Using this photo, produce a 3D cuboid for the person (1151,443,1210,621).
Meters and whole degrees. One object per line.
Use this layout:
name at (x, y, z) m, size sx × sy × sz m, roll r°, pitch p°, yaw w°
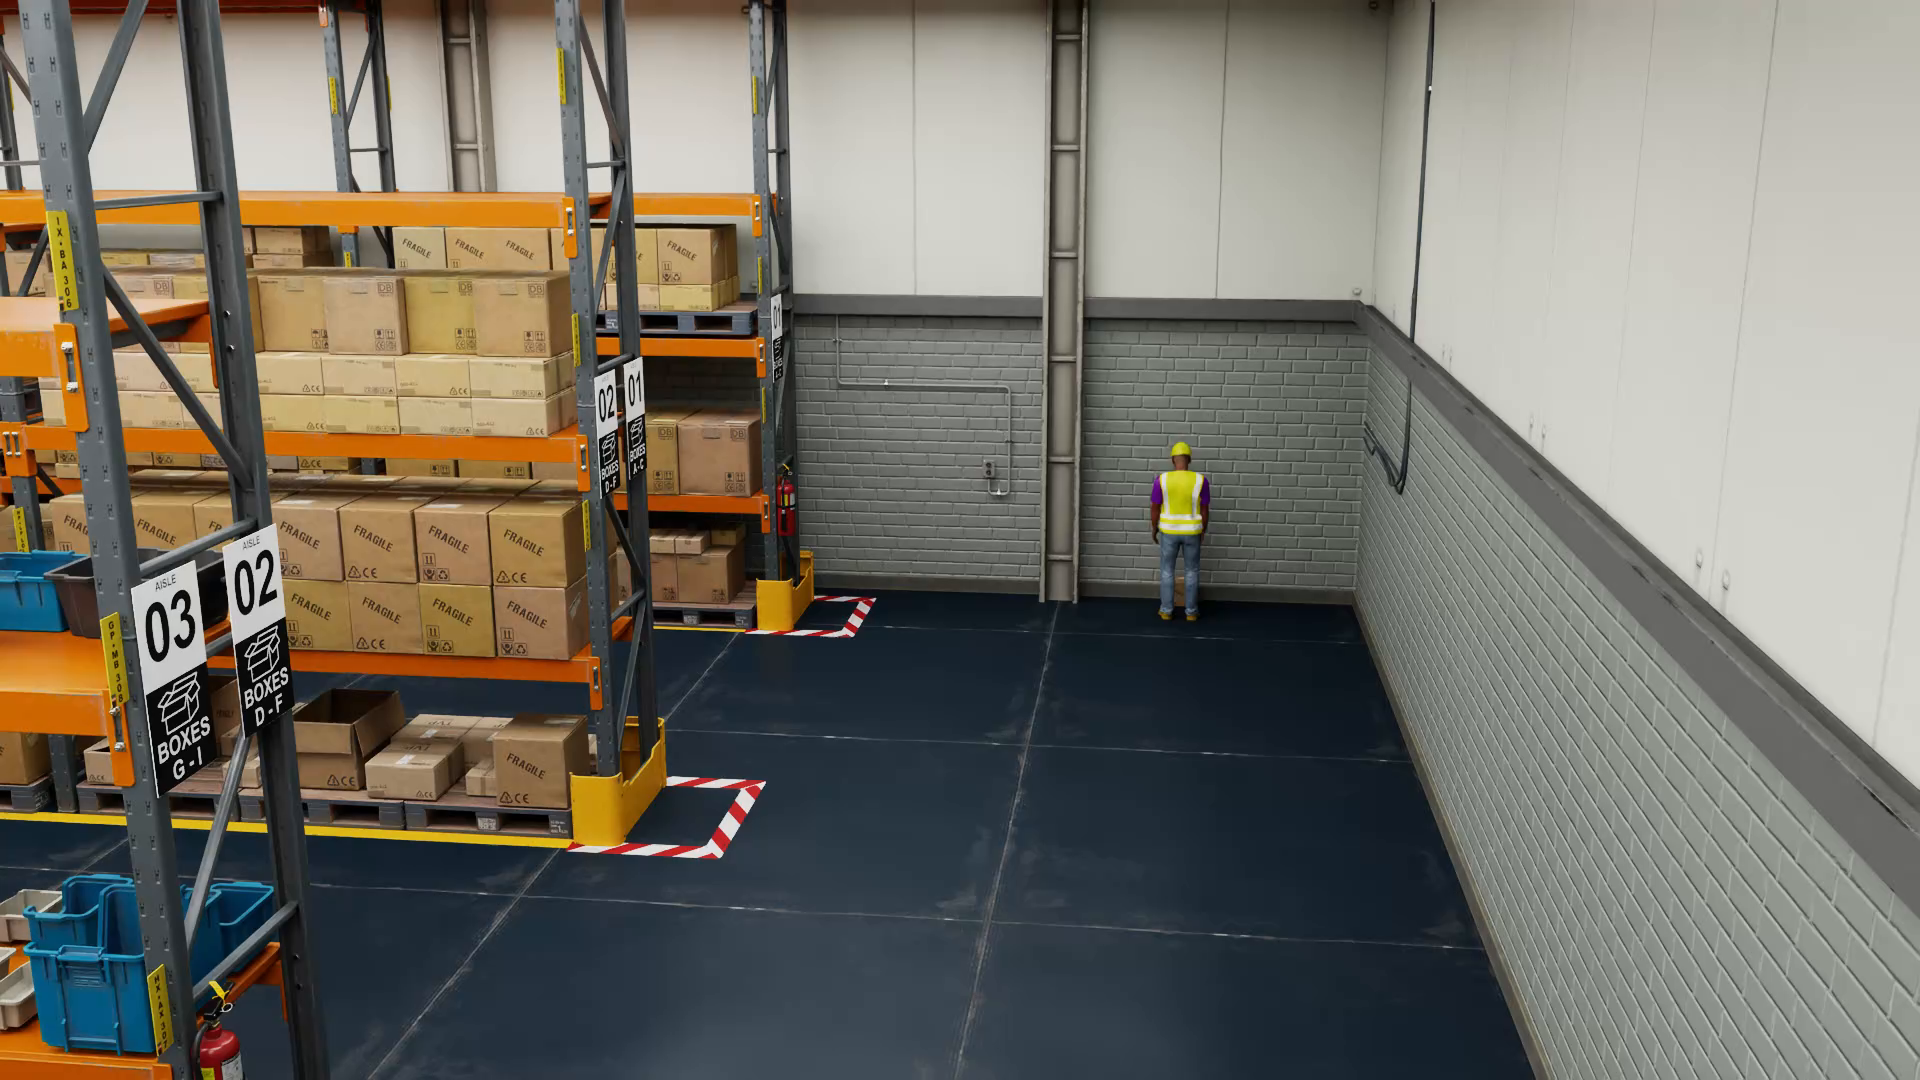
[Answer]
person at (2.152, -0.086, 16.314) m, size 0.570 × 1.756 × 0.374 m, roll 2°, pitch 14°, yaw 7°
